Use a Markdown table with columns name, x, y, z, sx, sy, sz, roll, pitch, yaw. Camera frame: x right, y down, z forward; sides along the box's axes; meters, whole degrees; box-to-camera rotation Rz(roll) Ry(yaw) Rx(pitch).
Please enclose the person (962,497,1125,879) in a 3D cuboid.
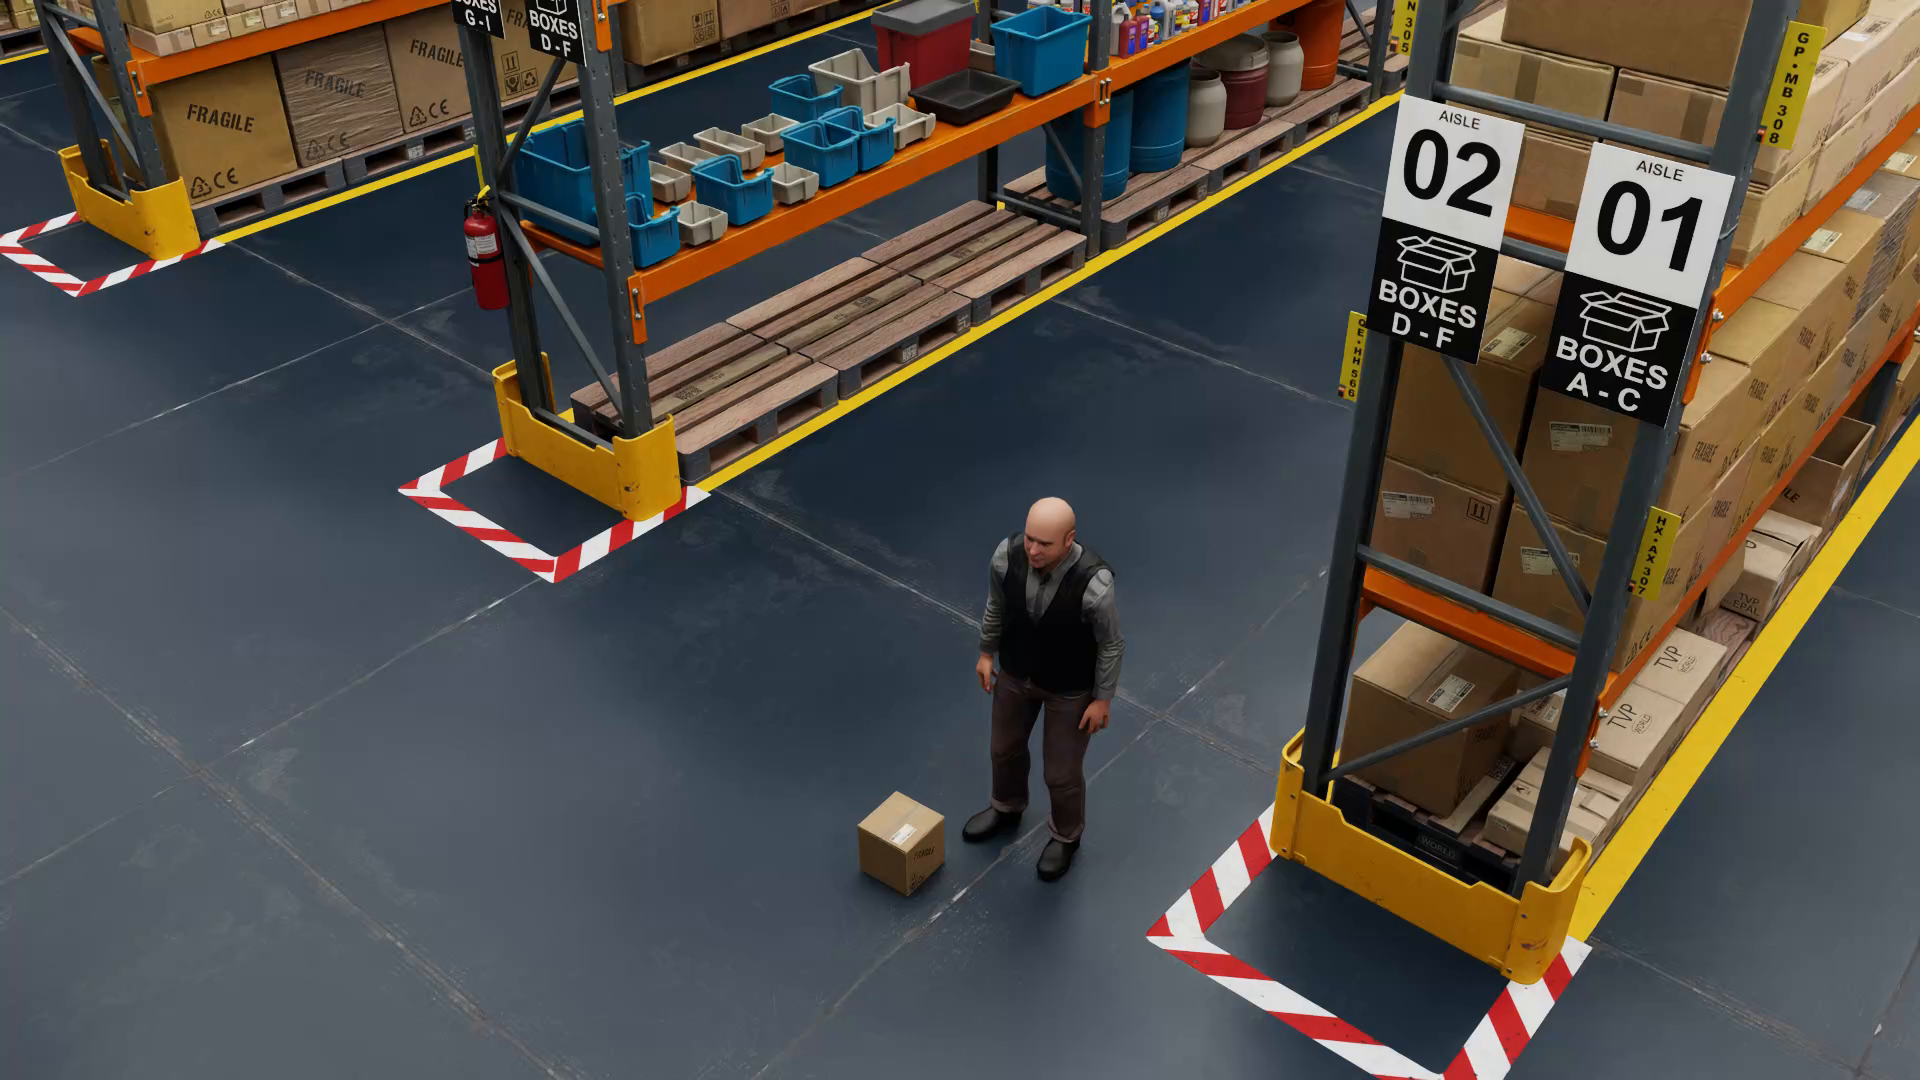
| name | x | y | z | sx | sy | sz | roll | pitch | yaw |
| --- | --- | --- | --- | --- | --- | --- | --- | --- | --- |
| person | 0.342 | 0.530 | 6.403 | 0.595 | 1.721 | 0.418 | 21 | 40 | 28 |
